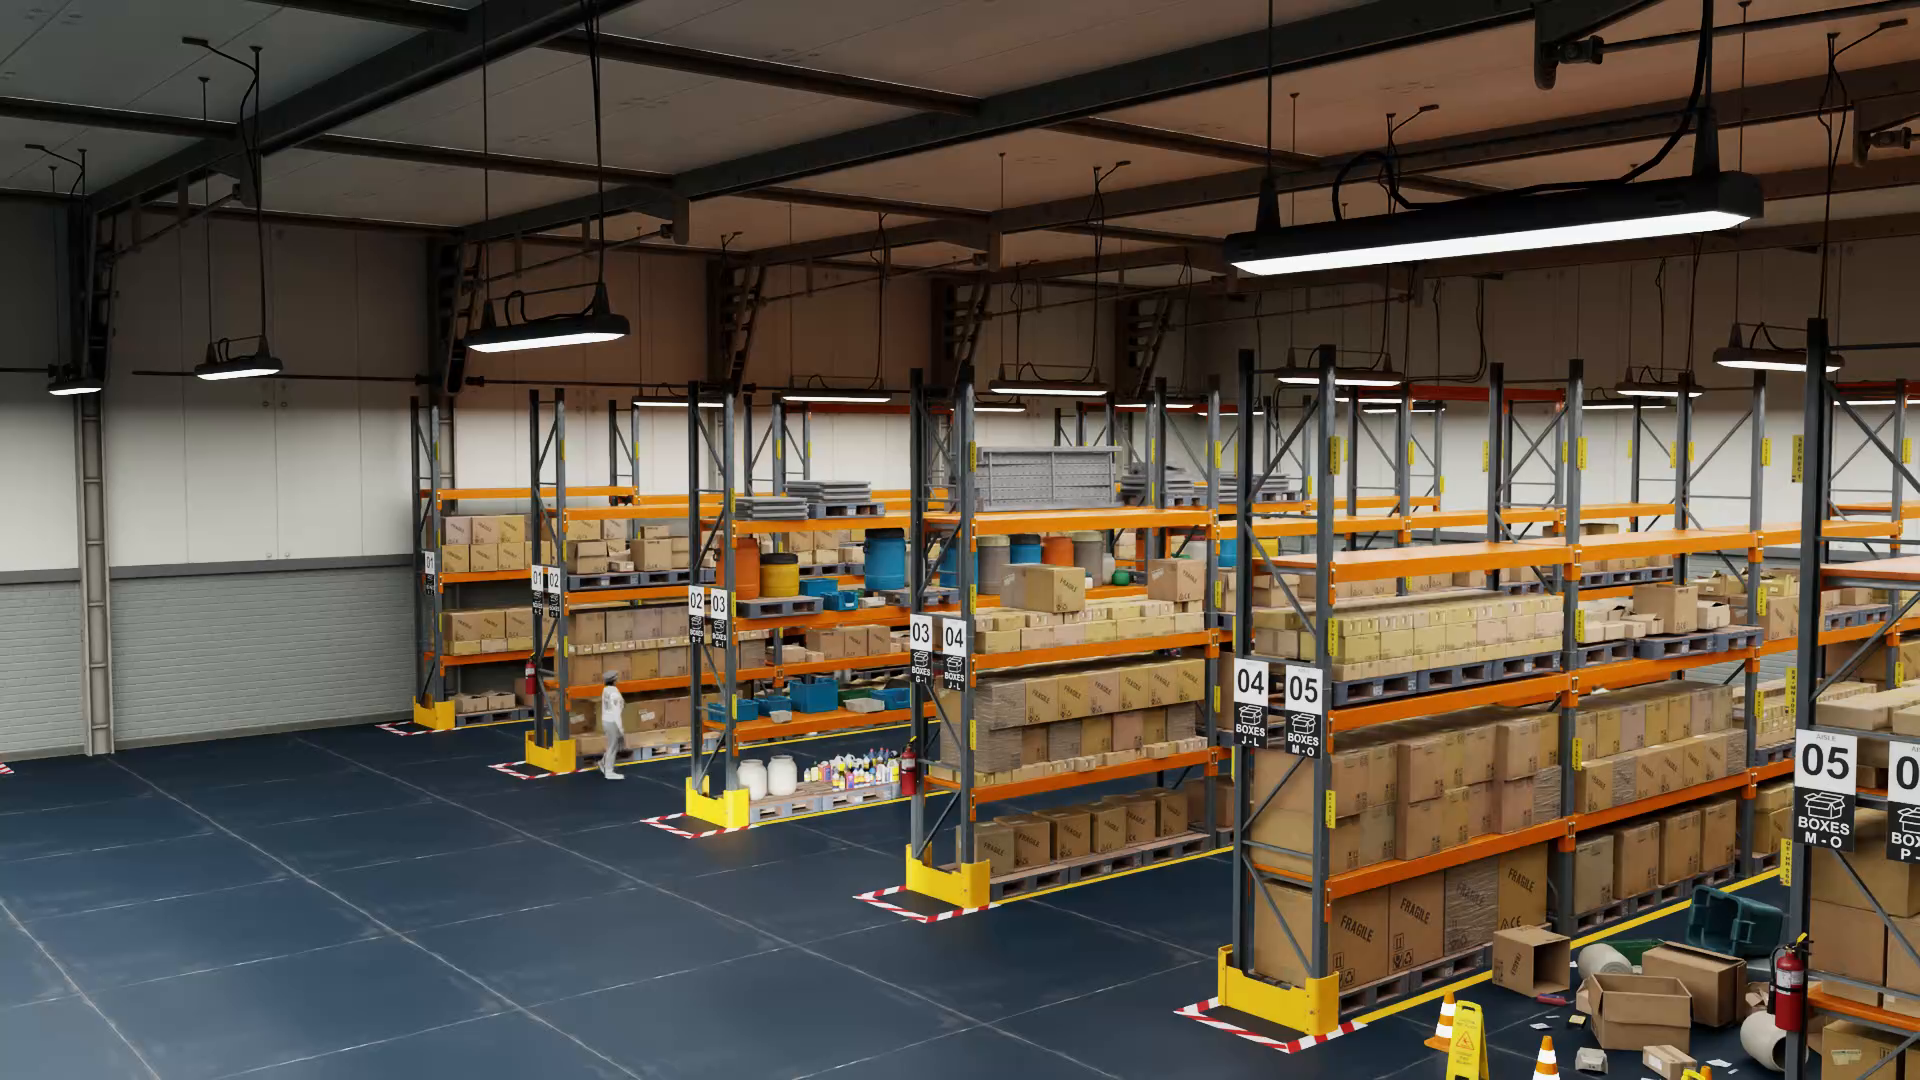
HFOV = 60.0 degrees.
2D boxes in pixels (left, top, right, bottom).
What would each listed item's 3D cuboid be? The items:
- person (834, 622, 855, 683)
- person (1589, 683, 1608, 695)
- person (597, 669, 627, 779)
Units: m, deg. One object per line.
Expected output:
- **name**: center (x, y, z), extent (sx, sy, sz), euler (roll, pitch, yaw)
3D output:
- **person**: center (-2.302, 2.385, 32.972), extent (0.606, 1.822, 0.492), euler (-1, 3, -15)
- **person**: center (9.560, 2.851, 24.904), extent (0.947, 1.790, 0.491), euler (-3, 4, -39)
- **person**: center (-5.327, 2.809, 25.426), extent (0.437, 1.686, 0.502), euler (-1, 3, -10)
